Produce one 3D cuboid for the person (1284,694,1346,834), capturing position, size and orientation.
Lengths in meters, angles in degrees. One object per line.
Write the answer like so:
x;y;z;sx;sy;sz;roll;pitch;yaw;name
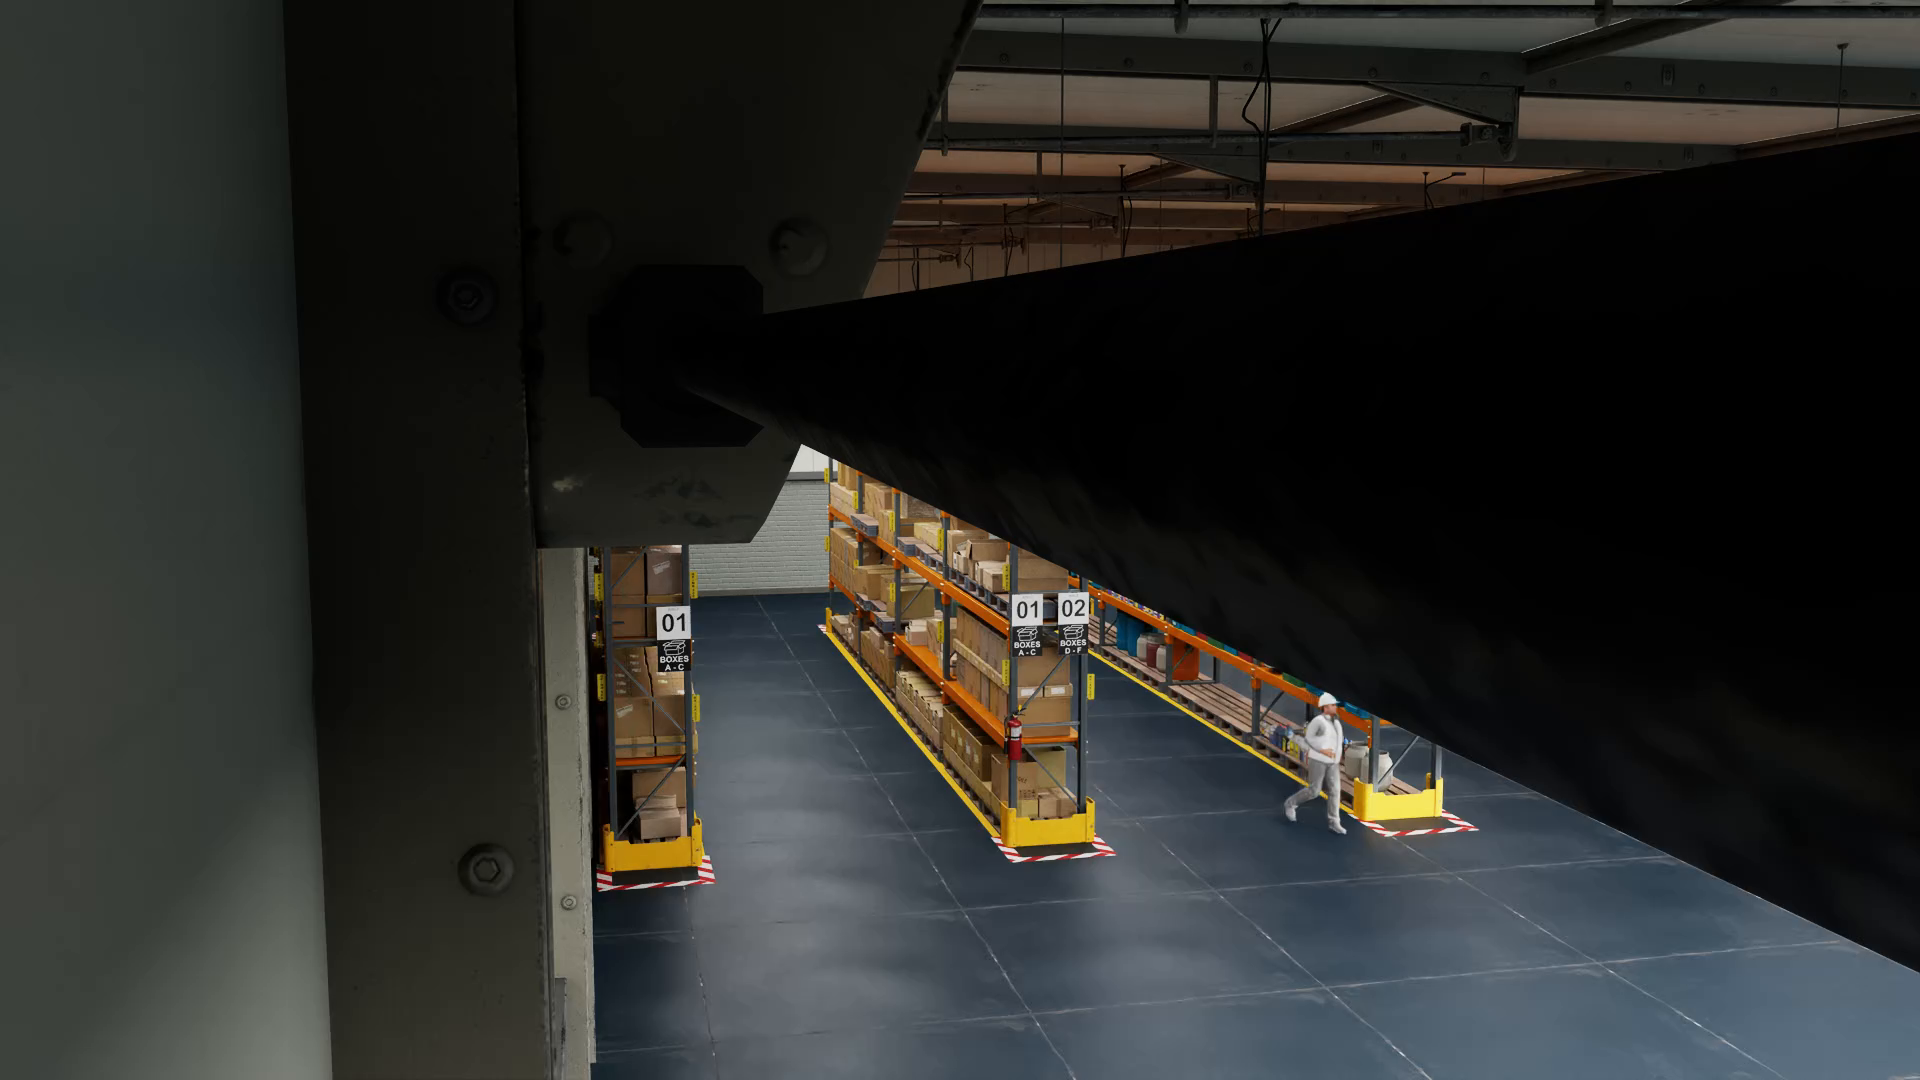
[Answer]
4.792;2.881;21.736;0.722;1.740;0.953;-5;9;-38;person
